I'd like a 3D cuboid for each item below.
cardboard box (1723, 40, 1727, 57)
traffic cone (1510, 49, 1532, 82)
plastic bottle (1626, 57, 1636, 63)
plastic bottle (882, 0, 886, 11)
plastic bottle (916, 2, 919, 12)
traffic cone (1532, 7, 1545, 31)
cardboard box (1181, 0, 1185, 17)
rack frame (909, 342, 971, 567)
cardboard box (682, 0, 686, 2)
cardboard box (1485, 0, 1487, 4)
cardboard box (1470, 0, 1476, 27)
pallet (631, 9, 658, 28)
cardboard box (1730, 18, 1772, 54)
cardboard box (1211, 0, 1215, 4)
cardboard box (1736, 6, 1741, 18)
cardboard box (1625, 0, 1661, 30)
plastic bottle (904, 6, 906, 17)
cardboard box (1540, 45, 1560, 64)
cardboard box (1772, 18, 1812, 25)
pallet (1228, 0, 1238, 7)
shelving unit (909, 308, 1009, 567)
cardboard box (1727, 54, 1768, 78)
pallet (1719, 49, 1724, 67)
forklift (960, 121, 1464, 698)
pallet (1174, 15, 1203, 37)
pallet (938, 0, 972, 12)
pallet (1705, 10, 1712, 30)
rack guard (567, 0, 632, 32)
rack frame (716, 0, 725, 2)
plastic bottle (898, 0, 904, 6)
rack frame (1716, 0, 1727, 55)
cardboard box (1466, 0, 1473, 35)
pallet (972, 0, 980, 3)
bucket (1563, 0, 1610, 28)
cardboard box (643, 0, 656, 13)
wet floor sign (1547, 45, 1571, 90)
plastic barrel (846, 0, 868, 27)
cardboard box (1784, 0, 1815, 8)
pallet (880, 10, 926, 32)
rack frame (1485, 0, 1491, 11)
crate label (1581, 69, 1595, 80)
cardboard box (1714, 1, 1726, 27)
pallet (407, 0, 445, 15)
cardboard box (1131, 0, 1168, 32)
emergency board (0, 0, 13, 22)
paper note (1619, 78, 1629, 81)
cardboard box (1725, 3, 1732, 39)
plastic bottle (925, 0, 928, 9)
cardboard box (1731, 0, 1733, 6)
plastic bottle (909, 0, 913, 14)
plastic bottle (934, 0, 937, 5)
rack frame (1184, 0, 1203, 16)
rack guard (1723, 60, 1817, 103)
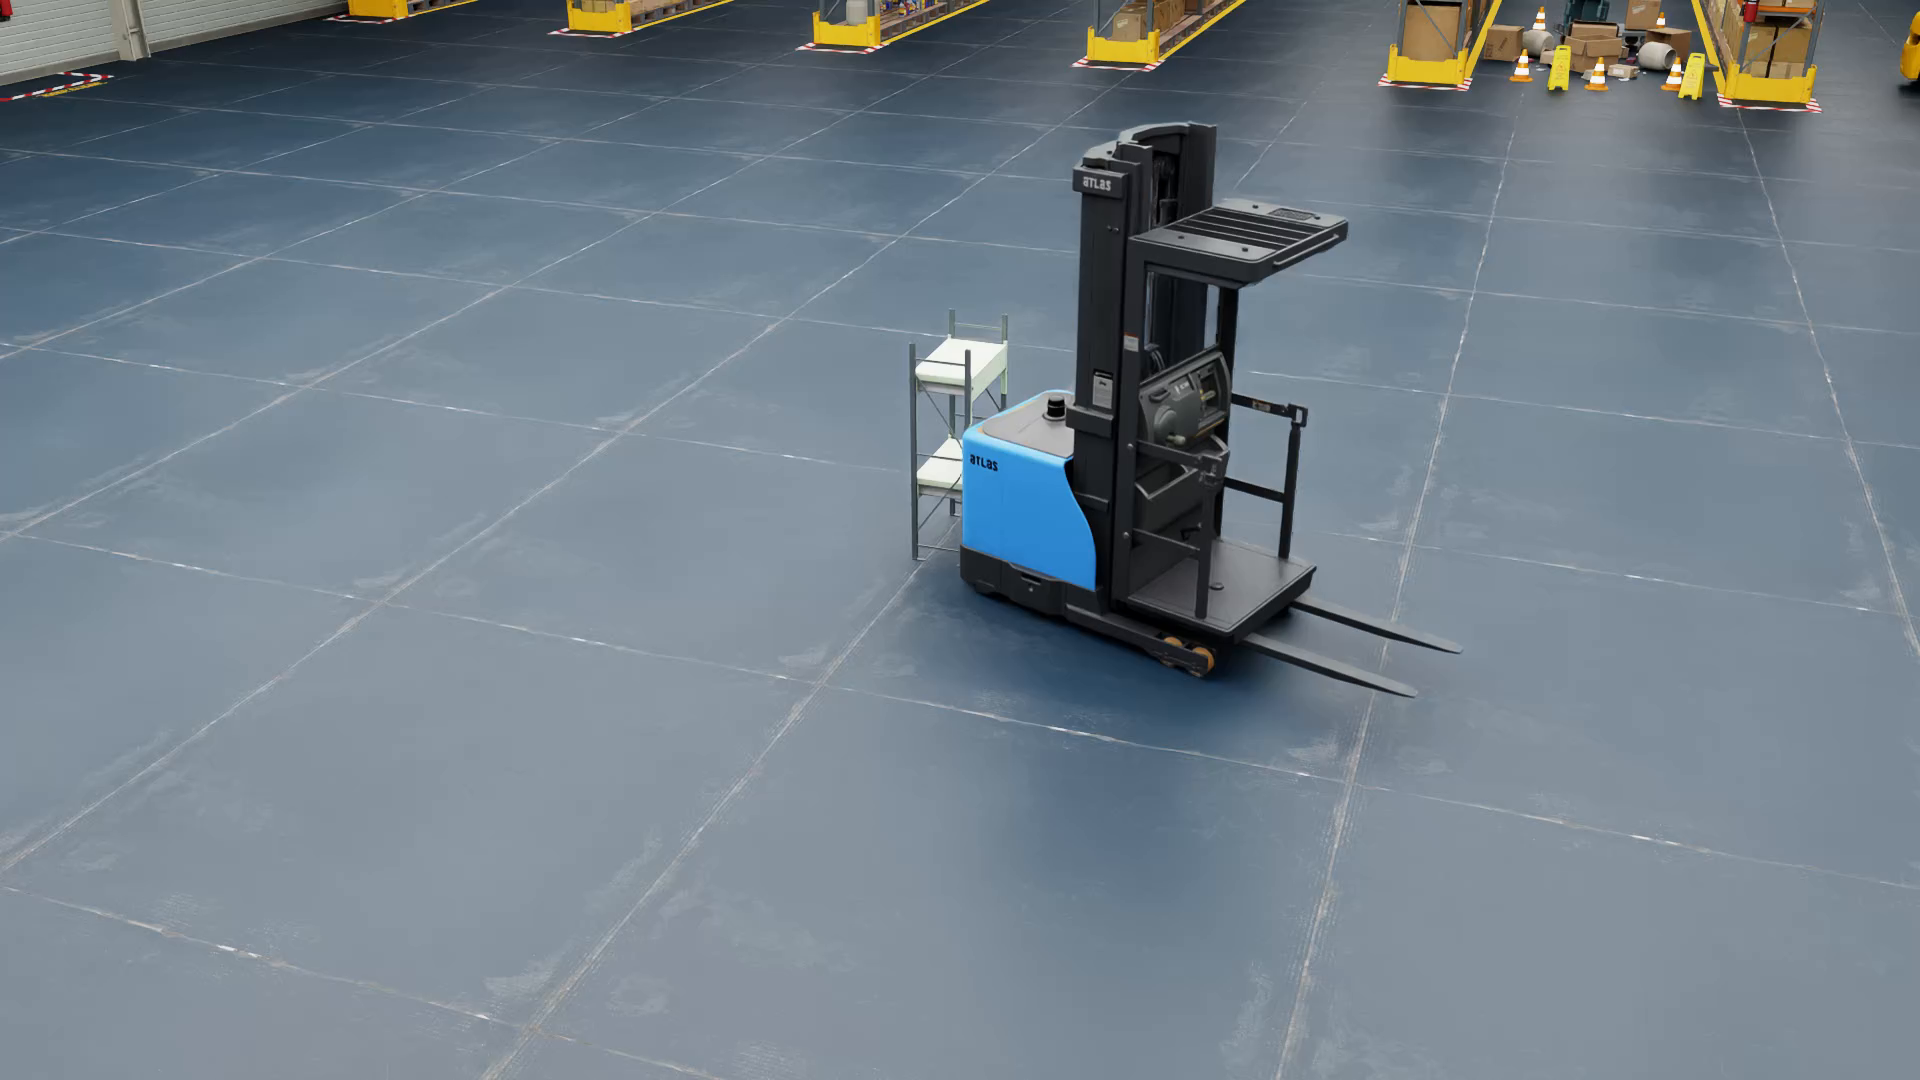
[{"bbox_3d":[12.582,-7.880,26.757,0.500,0.250,0.500,8,27,17],"label":"cardboard box"},{"bbox_3d":[8.858,-7.475,26.157,0.336,0.463,0.334,9,27,17],"label":"traffic cone"},{"bbox_3d":[11.176,-7.991,27.684,0.133,0.061,0.283,14,29,26],"label":"plastic bottle"},{"bbox_3d":[-1.439,-10.066,31.304,0.097,0.201,0.097,0,26,0],"label":"plastic bottle"},{"bbox_3d":[-0.827,-10.029,31.227,0.097,0.201,0.097,0,26,0],"label":"plastic bottle"},{"bbox_3d":[10.543,-9.438,30.213,0.336,0.463,0.334,9,27,17],"label":"traffic cone"},{"bbox_3d":[3.858,-9.914,30.671,0.500,0.500,0.500,8,27,16],"label":"cardboard box"},{"bbox_3d":[-0.124,-0.522,10.607,0.400,1.500,0.023,9,27,17],"label":"rack frame"},{"bbox_3d":[-5.588,-10.764,32.714,0.500,0.250,0.500,9,27,17],"label":"cardboard box"},{"bbox_3d":[9.717,-10.831,32.278,1.050,0.750,0.750,8,27,17],"label":"cardboard box"},{"bbox_3d":[8.795,-9.693,29.926,1.050,0.750,0.750,9,27,17],"label":"cardboard box"},{"bbox_3d":[-6.427,-9.868,31.390,1.003,0.211,1.213,9,27,17],"label":"pallet"},{"bbox_3d":[12.235,-7.799,25.728,0.500,0.500,0.500,10,28,19],"label":"cardboard box"},{"bbox_3d":[4.616,-10.754,32.383,0.700,0.500,0.500,6,27,13],"label":"cardboard box"},{"bbox_3d":[12.210,-8.139,25.687,0.380,0.149,0.250,9,27,18],"label":"cardboard box"},{"bbox_3d":[11.686,-9.033,28.464,0.500,0.500,0.500,9,27,17],"label":"cardboard box"},{"bbox_3d":[-1.041,-9.764,30.681,0.097,0.201,0.097,0,26,0],"label":"plastic bottle"},{"bbox_3d":[9.838,-8.044,27.559,0.396,0.266,0.258,14,29,26],"label":"cardboard box"},{"bbox_3d":[12.750,-7.734,25.594,0.500,0.500,0.500,8,27,16],"label":"cardboard box"},{"bbox_3d":[5.099,-11.077,33.885,1.003,0.211,1.213,9,27,17],"label":"pallet"},{"bbox_3d":[-0.002,-0.672,10.917,0.431,1.500,0.755,9,27,17],"label":"shelving unit"},{"bbox_3d":[12.067,-7.260,25.477,0.500,0.250,0.500,9,27,17],"label":"cardboard box"},{"bbox_3d":[13.184,-8.036,27.604,1.003,0.211,1.213,9,27,17],"label":"pallet"},{"bbox_3d":[1.471,-0.791,9.521,3.031,2.935,1.130,19,32,34],"label":"forklift"},{"bbox_3d":[3.839,-9.473,30.572,1.003,0.211,1.213,9,27,17],"label":"pallet"},{"bbox_3d":[-0.417,-10.800,33.314,1.003,0.211,1.213,9,27,17],"label":"pallet"},{"bbox_3d":[14.444,-9.640,30.917,1.003,0.211,1.213,9,27,17],"label":"pallet"},{"bbox_3d":[-6.650,-9.668,30.645,1.175,0.500,0.348,9,27,17],"label":"rack guard"},{"bbox_3d":[-5.311,-12.447,33.515,1.000,3.000,0.127,9,27,17],"label":"rack frame"},{"bbox_3d":[-1.165,-10.440,31.906,0.144,0.351,0.185,9,27,17],"label":"plastic bottle"},{"bbox_3d":[13.374,-9.572,27.577,1.000,3.000,0.127,9,27,17],"label":"rack frame"},{"bbox_3d":[8.398,-9.232,28.832,0.875,0.875,0.875,9,27,18],"label":"cardboard box"},{"bbox_3d":[-0.012,-11.303,34.353,1.003,0.211,1.213,9,27,17],"label":"pallet"},{"bbox_3d":[10.802,-9.069,28.550,0.726,0.611,0.620,20,22,35],"label":"bucket"},{"bbox_3d":[-6.091,-10.149,31.442,0.500,0.250,0.500,9,27,17],"label":"cardboard box"},{"bbox_3d":[9.199,-7.246,25.474,0.267,0.644,0.232,4,26,8],"label":"wet floor sign"},{"bbox_3d":[-1.826,-9.434,29.666,0.421,0.512,0.421,0,26,0],"label":"plastic barrel"},{"bbox_3d":[12.352,-7.924,24.463,0.380,0.149,0.250,9,27,18],"label":"cardboard box"},{"bbox_3d":[-1.309,-9.699,31.040,1.003,0.211,1.213,9,27,17],"label":"pallet"},{"bbox_3d":[10.004,-11.892,32.369,1.000,3.000,0.127,9,27,17],"label":"rack frame"},{"bbox_3d":[10.013,-7.357,26.287,0.250,0.136,0.298,-5,26,-9],"label":"crate label"},{"bbox_3d":[14.012,-9.376,29.706,0.950,0.372,0.625,10,27,19],"label":"cardboard box"},{"bbox_3d":[-10.986,-10.625,32.952,1.003,0.211,1.213,9,27,17],"label":"pallet"},{"bbox_3d":[3.315,-9.188,29.172,0.500,0.500,0.500,11,28,22],"label":"cardboard box"},{"bbox_3d":[-14.753,-8.457,25.276,0.194,1.169,0.643,9,27,17],"label":"emergency board"},{"bbox_3d":[10.481,-7.269,26.228,0.148,0.019,0.142,0,26,-1],"label":"paper note"},{"bbox_3d":[12.756,-8.436,27.043,0.500,0.500,0.500,10,28,20],"label":"cardboard box"},{"bbox_3d":[-0.663,-10.244,31.578,0.061,0.283,0.133,11,28,21],"label":"plastic bottle"},{"bbox_3d":[12.656,-8.695,26.835,0.380,0.149,0.250,10,28,19],"label":"cardboard box"},{"bbox_3d":[-0.928,-9.935,30.954,0.097,0.271,0.097,0,26,0],"label":"plastic bottle"},{"bbox_3d":[-0.490,-10.457,32.018,0.061,0.283,0.133,10,28,20],"label":"plastic bottle"},{"bbox_3d":[4.029,-11.009,30.545,1.000,3.000,0.127,9,27,17],"label":"rack frame"},{"bbox_3d":[12.069,-6.834,24.791,1.175,0.500,0.348,9,27,17],"label":"rack guard"}]
